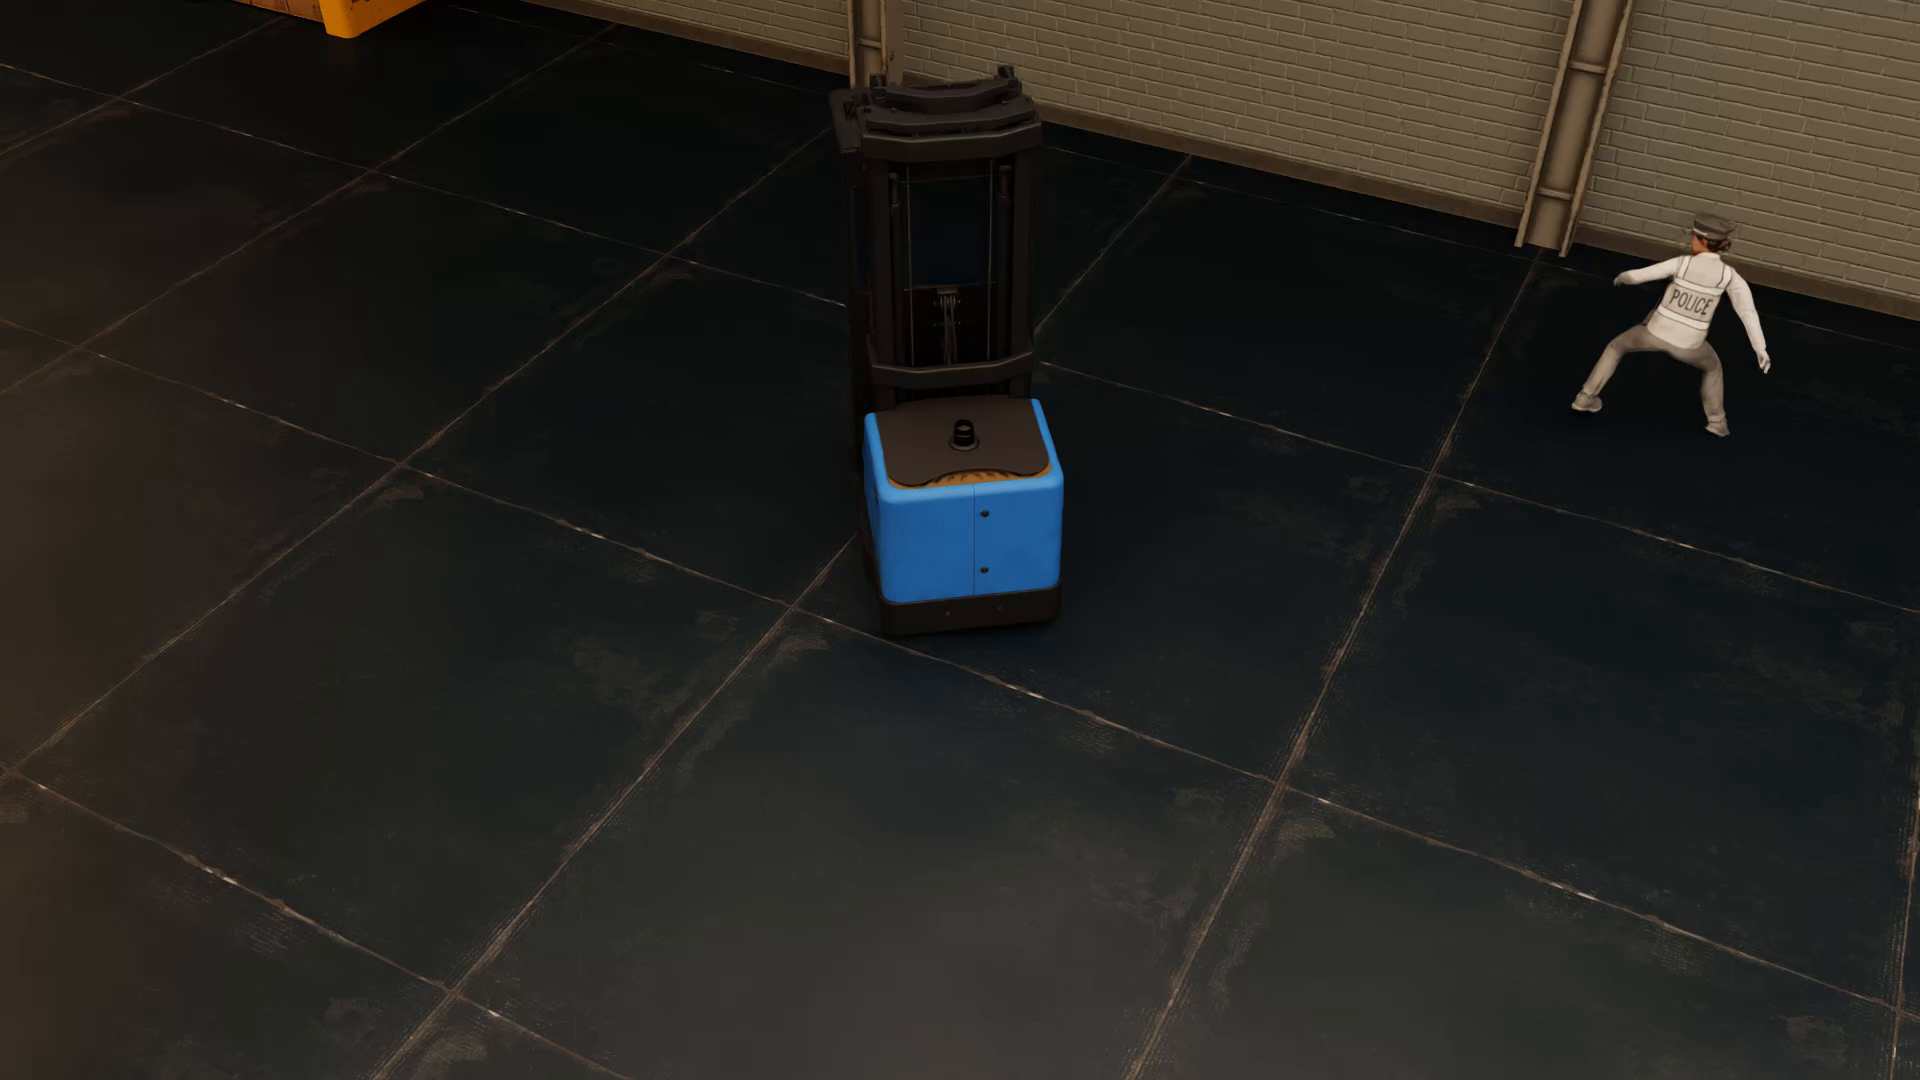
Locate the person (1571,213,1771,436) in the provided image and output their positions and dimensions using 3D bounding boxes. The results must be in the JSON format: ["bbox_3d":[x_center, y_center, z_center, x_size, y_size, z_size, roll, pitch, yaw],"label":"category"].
[{"bbox_3d":[4.663,-1.308,10.709,1.067,1.596,0.528,19,44,21],"label":"person"}]

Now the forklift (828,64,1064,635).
[{"bbox_3d":[-0.147,-1.526,9.798,1.130,2.935,3.031,-6,40,-7],"label":"forklift"}]
